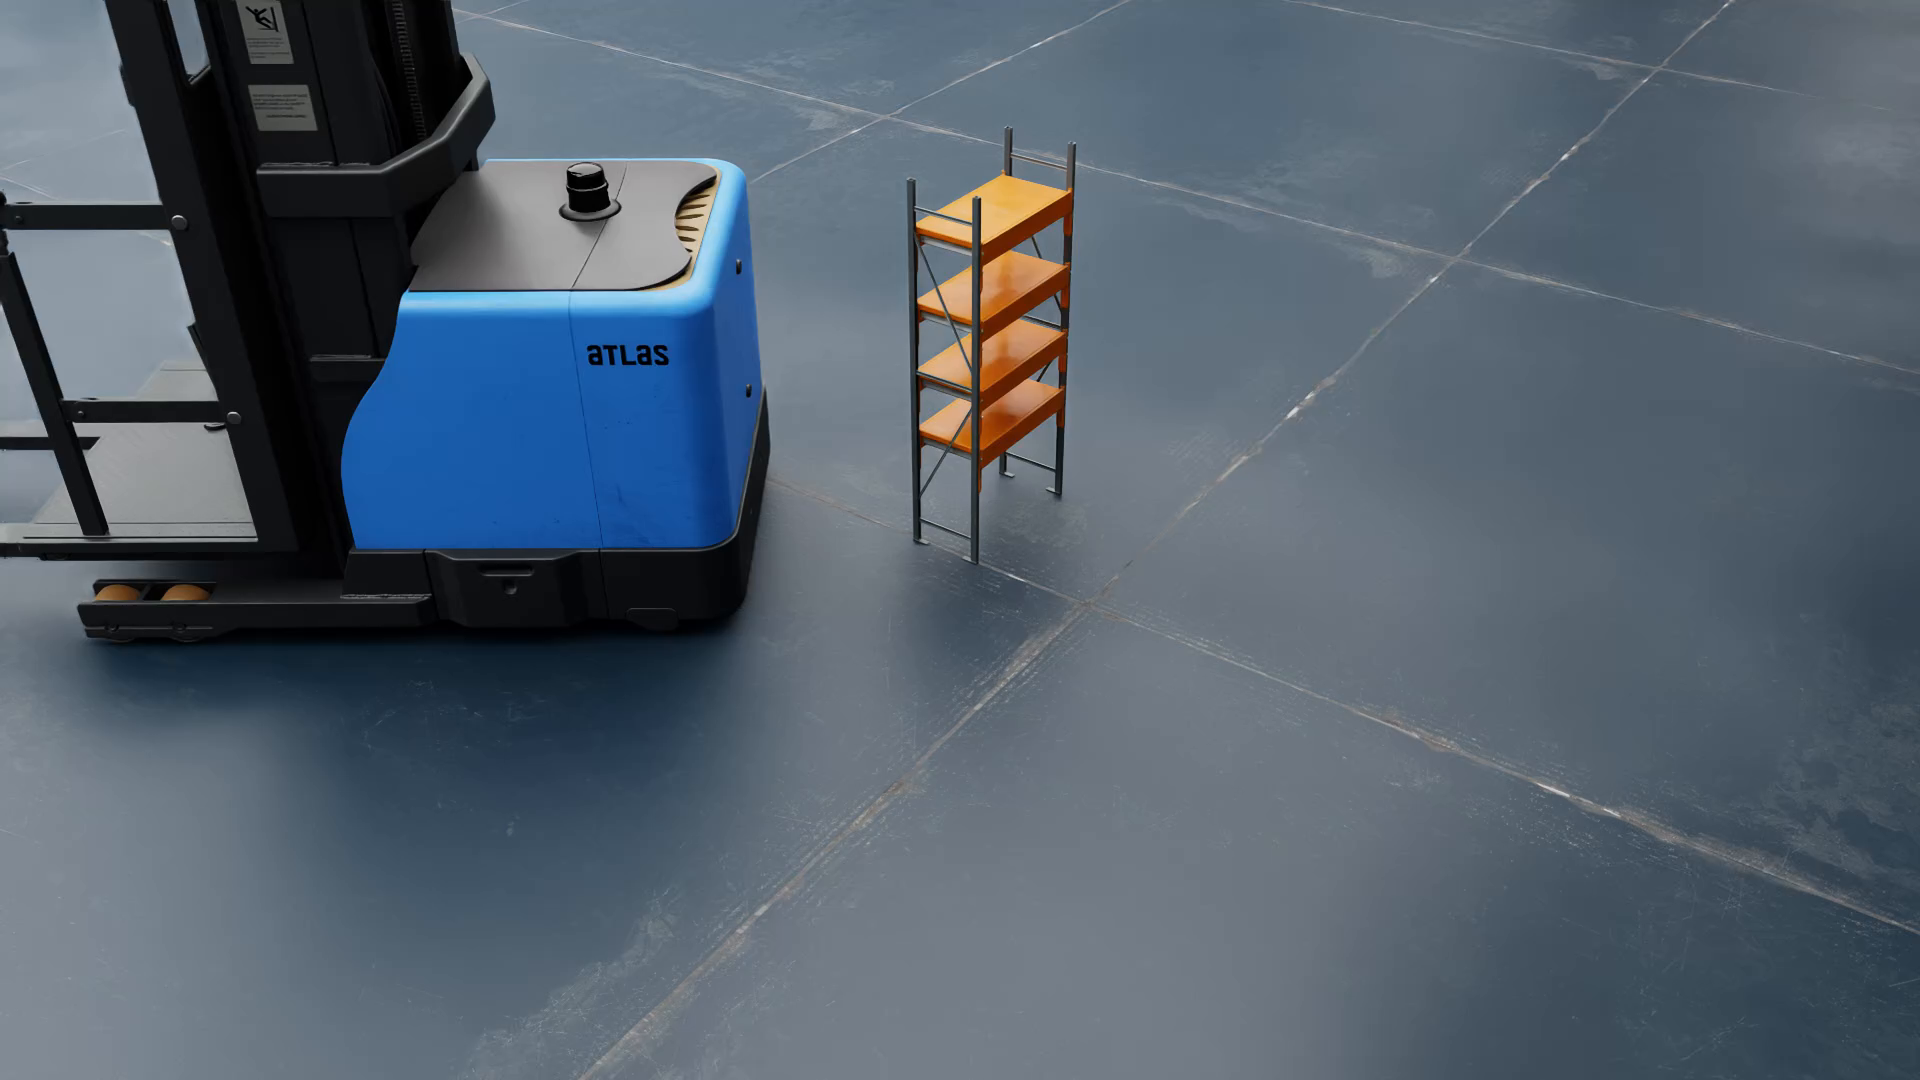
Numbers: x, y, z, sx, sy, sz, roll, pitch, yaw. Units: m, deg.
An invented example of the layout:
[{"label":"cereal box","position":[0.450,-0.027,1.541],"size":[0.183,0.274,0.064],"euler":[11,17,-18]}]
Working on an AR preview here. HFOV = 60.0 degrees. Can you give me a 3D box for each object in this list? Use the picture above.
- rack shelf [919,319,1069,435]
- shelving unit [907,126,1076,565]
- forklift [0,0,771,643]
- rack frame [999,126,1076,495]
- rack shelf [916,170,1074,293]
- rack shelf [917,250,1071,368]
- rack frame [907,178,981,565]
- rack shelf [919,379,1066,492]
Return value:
[{"label":"rack shelf","position":[0.094,-0.517,5.064],"size":[0.258,0.148,0.480],"euler":[21,39,28]},{"label":"shelving unit","position":[0.094,-0.573,5.027],"size":[0.258,1.200,0.503],"euler":[21,39,28]},{"label":"forklift","position":[-2.147,-1.216,4.431],"size":[3.031,2.935,1.130],"euler":[0,34,0]},{"label":"rack frame","position":[0.233,-0.686,5.193],"size":[0.240,1.200,0.015],"euler":[21,39,28]},{"label":"rack shelf","position":[0.094,-0.899,4.806],"size":[0.258,0.148,0.480],"euler":[21,39,28]},{"label":"rack shelf","position":[0.094,-0.703,4.939],"size":[0.258,0.148,0.480],"euler":[21,39,28]},{"label":"rack frame","position":[-0.045,-0.461,4.861],"size":[0.240,1.200,0.015],"euler":[21,39,28]},{"label":"rack shelf","position":[0.094,-0.353,5.175],"size":[0.258,0.148,0.480],"euler":[21,39,28]}]
